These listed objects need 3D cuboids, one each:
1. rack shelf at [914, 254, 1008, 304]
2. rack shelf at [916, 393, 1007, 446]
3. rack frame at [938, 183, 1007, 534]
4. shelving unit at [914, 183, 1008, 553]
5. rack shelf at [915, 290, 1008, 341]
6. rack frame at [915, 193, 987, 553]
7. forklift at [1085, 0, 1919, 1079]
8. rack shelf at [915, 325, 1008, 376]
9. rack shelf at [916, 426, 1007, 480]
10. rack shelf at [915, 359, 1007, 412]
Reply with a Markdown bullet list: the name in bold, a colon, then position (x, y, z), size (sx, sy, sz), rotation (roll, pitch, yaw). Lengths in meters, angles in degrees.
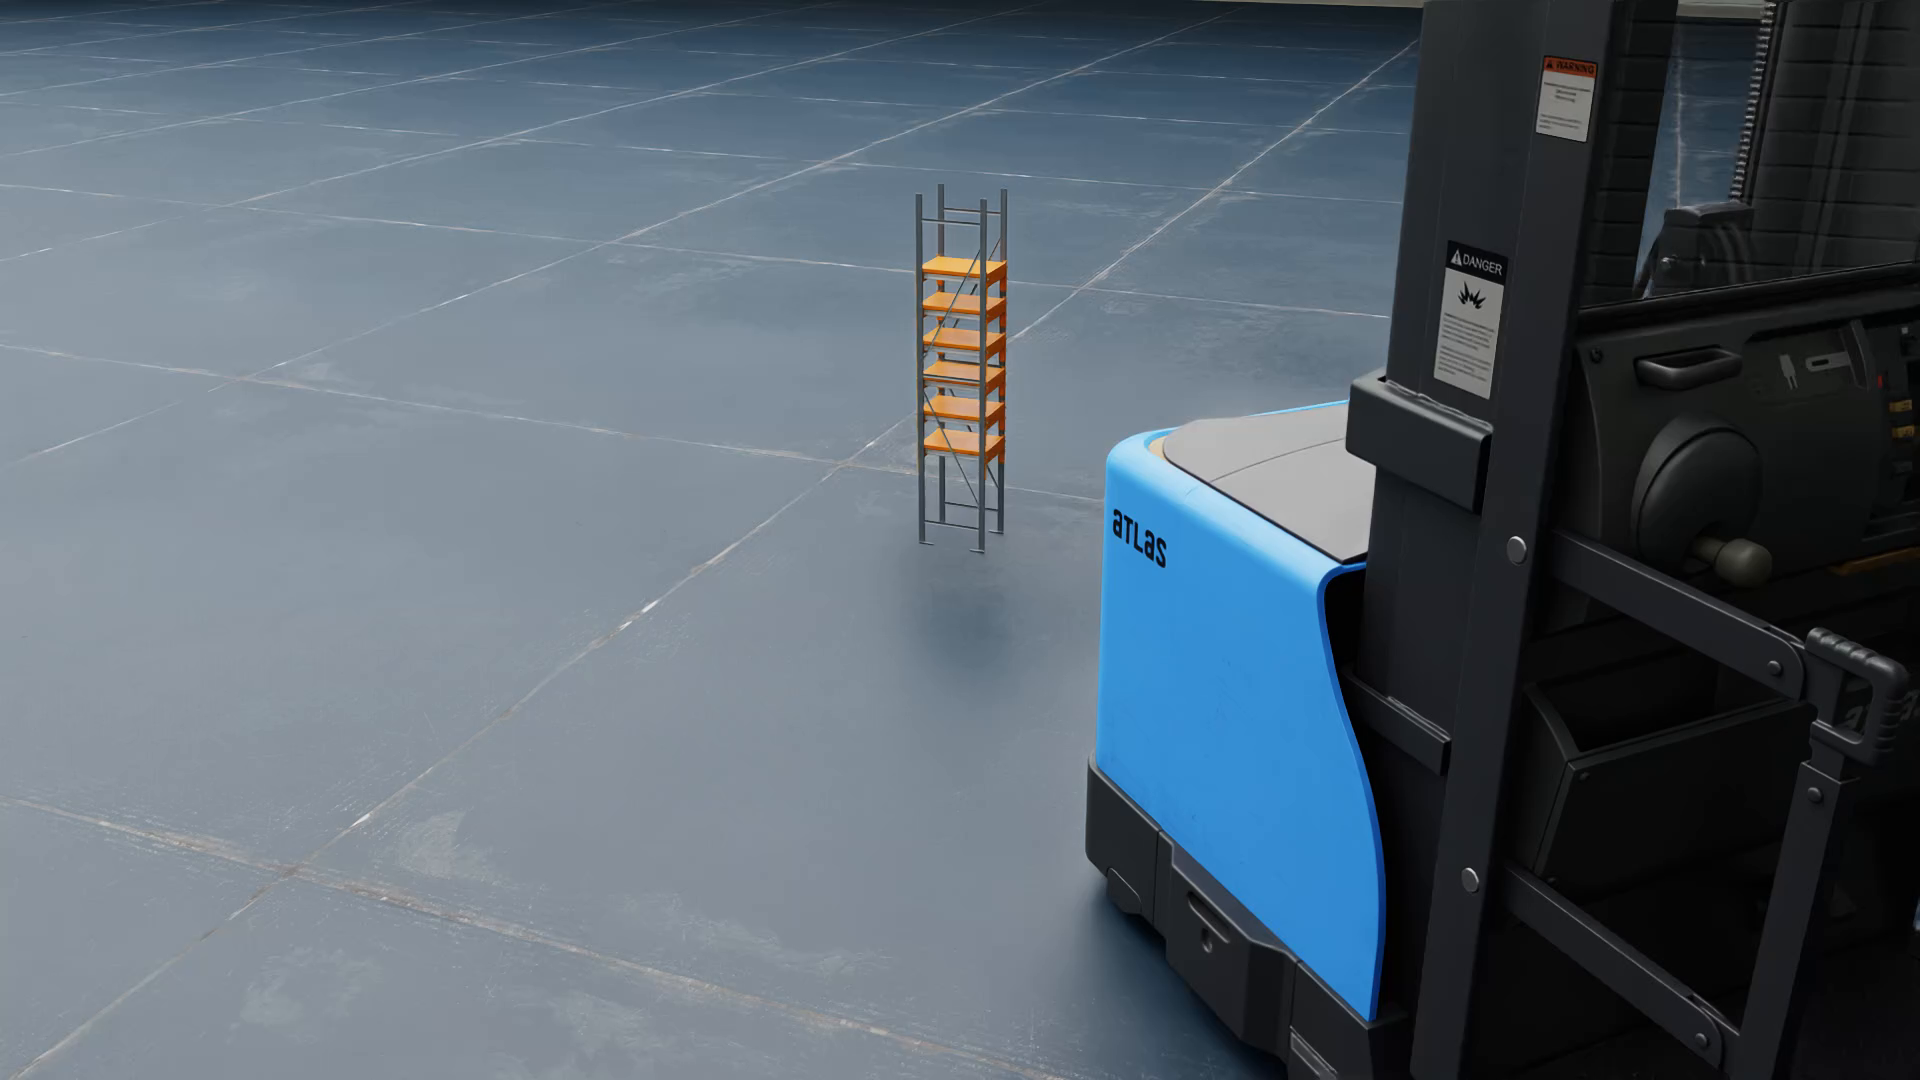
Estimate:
- **rack shelf**: position (0.005, -0.850, 5.410), size (0.258, 0.103, 0.180), rotation (9, 24, 20)
- **rack shelf**: position (0.005, -0.407, 5.595), size (0.258, 0.103, 0.180), rotation (9, 24, 20)
- **rack frame**: position (0.039, -0.592, 5.610), size (0.240, 1.200, 0.006), rotation (9, 24, 20)
- **shelving unit**: position (0.005, -0.559, 5.531), size (0.258, 1.200, 0.189), rotation (9, 24, 20)
- **rack shelf**: position (0.005, -0.739, 5.456), size (0.258, 0.103, 0.180), rotation (9, 24, 20)
- **rack frame**: position (-0.029, -0.526, 5.453), size (0.240, 1.200, 0.006), rotation (9, 24, 20)
- **forklift**: position (1.371, -0.144, 2.292), size (1.130, 2.935, 3.031), rotation (-10, 25, -23)
- **rack shelf**: position (0.005, -0.629, 5.502), size (0.258, 0.103, 0.180), rotation (9, 24, 20)
- **rack shelf**: position (0.005, -0.296, 5.641), size (0.258, 0.103, 0.180), rotation (9, 24, 20)
- **rack shelf**: position (0.005, -0.518, 5.548), size (0.258, 0.103, 0.180), rotation (9, 24, 20)
